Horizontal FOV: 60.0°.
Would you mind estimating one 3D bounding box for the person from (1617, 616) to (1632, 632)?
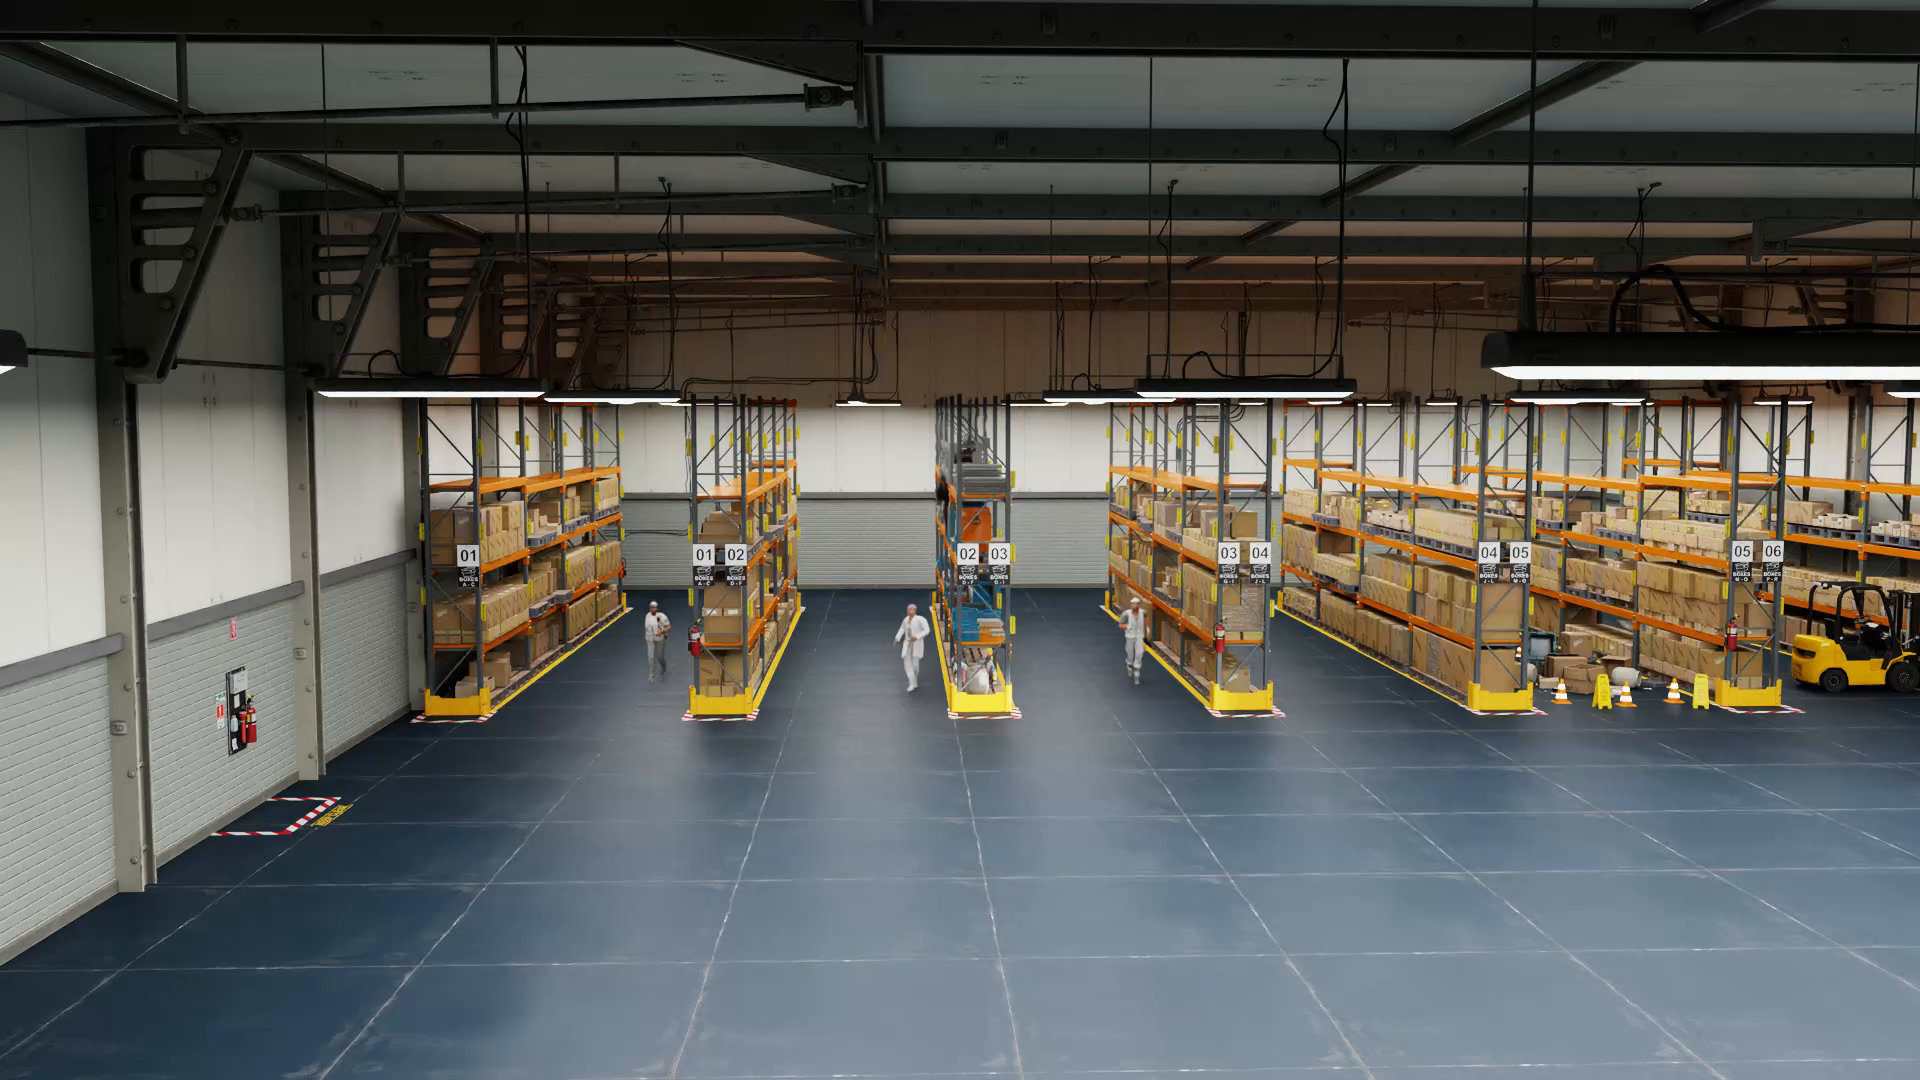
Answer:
[{"bbox_3d":[16.483,1.634,41.030,0.695,1.719,0.600,0,5,-5],"label":"person"}]

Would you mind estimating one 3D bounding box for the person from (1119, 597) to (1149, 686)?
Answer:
[{"bbox_3d":[3.649,2.090,34.857,0.692,1.816,0.984,-1,5,-6],"label":"person"}]

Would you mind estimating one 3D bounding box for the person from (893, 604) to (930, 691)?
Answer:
[{"bbox_3d":[-1.002,2.195,34.083,0.838,1.758,0.627,2,5,21],"label":"person"}]

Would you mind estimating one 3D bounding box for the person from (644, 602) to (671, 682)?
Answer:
[{"bbox_3d":[-6.383,2.117,35.032,0.599,1.663,0.858,0,5,6],"label":"person"}]

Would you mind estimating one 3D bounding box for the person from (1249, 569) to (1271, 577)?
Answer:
[{"bbox_3d":[8.063,1.314,44.750,0.677,1.823,0.738,0,4,0],"label":"person"}]
